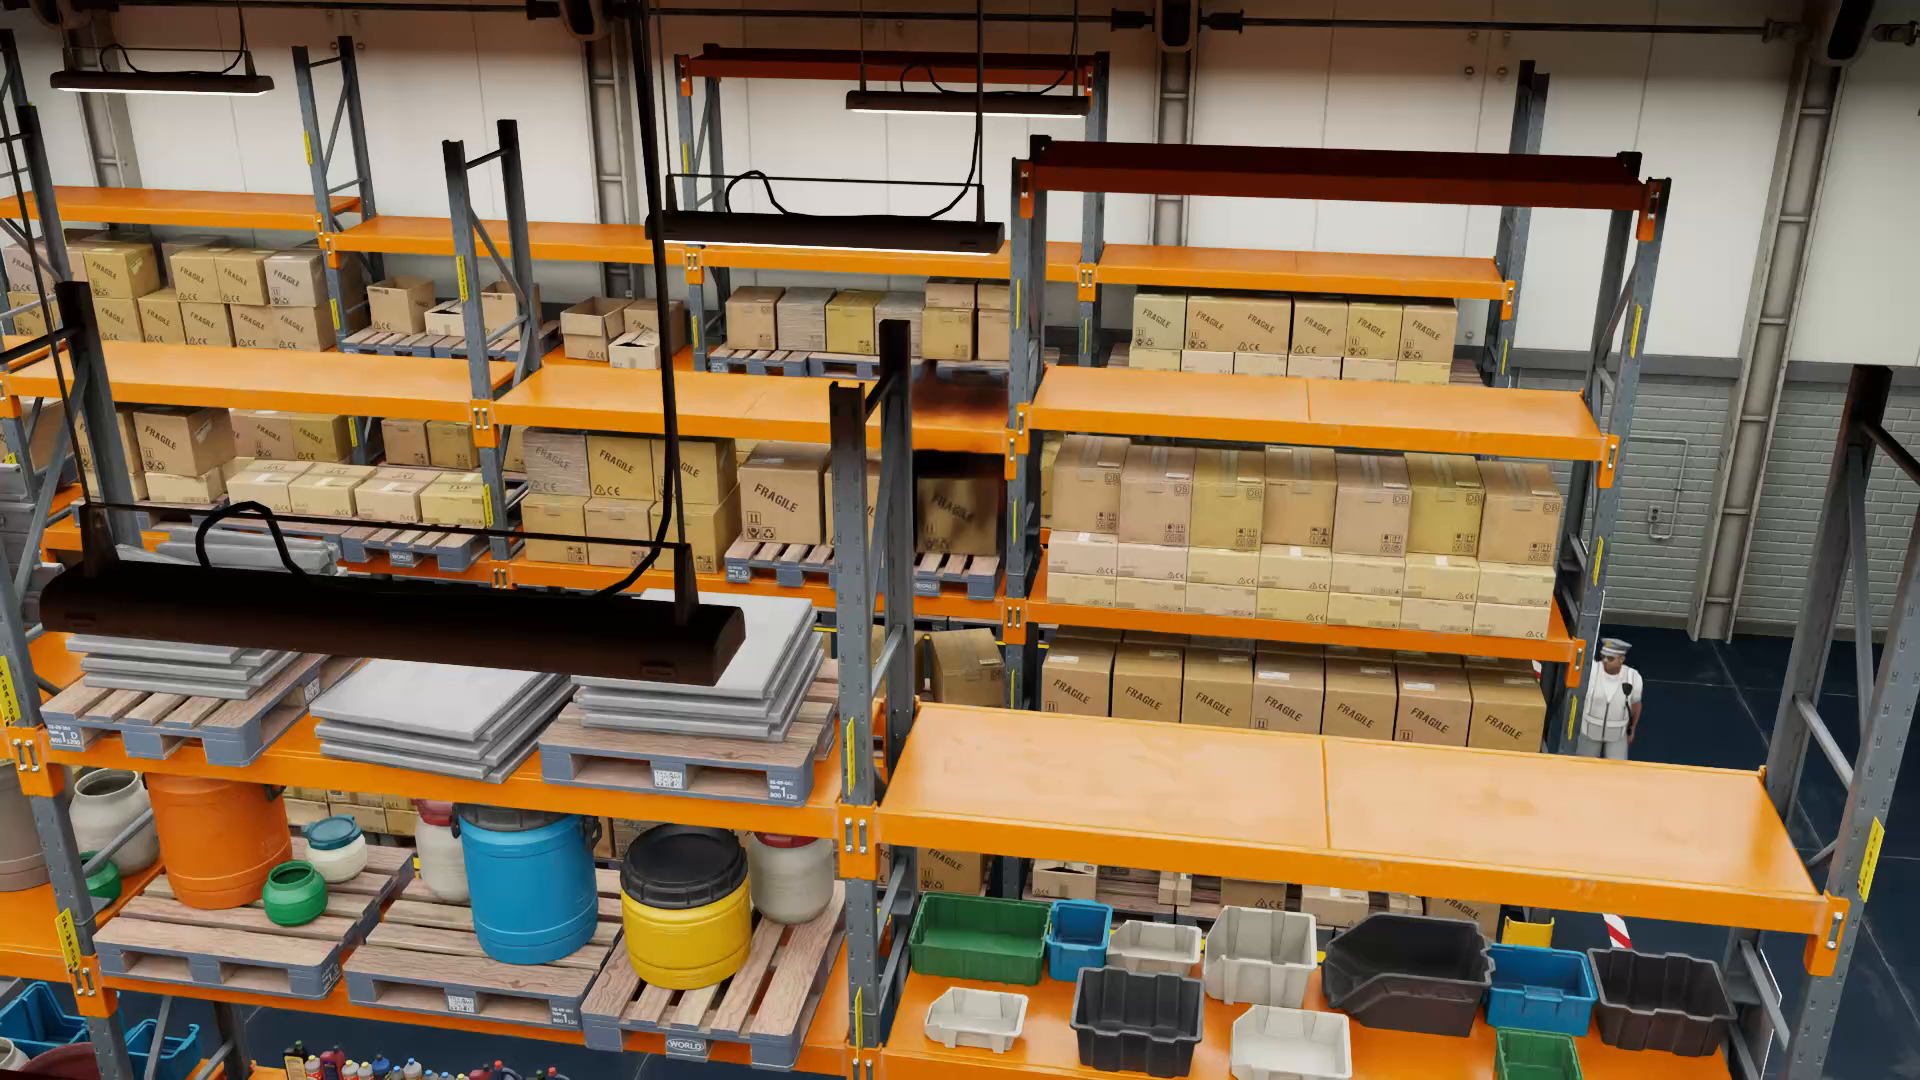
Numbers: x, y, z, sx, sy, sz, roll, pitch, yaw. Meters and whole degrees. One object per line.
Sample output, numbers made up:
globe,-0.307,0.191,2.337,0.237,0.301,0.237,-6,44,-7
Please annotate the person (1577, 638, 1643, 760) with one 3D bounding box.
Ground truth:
person,5.496,1.680,14.141,0.629,1.742,0.718,7,24,15
